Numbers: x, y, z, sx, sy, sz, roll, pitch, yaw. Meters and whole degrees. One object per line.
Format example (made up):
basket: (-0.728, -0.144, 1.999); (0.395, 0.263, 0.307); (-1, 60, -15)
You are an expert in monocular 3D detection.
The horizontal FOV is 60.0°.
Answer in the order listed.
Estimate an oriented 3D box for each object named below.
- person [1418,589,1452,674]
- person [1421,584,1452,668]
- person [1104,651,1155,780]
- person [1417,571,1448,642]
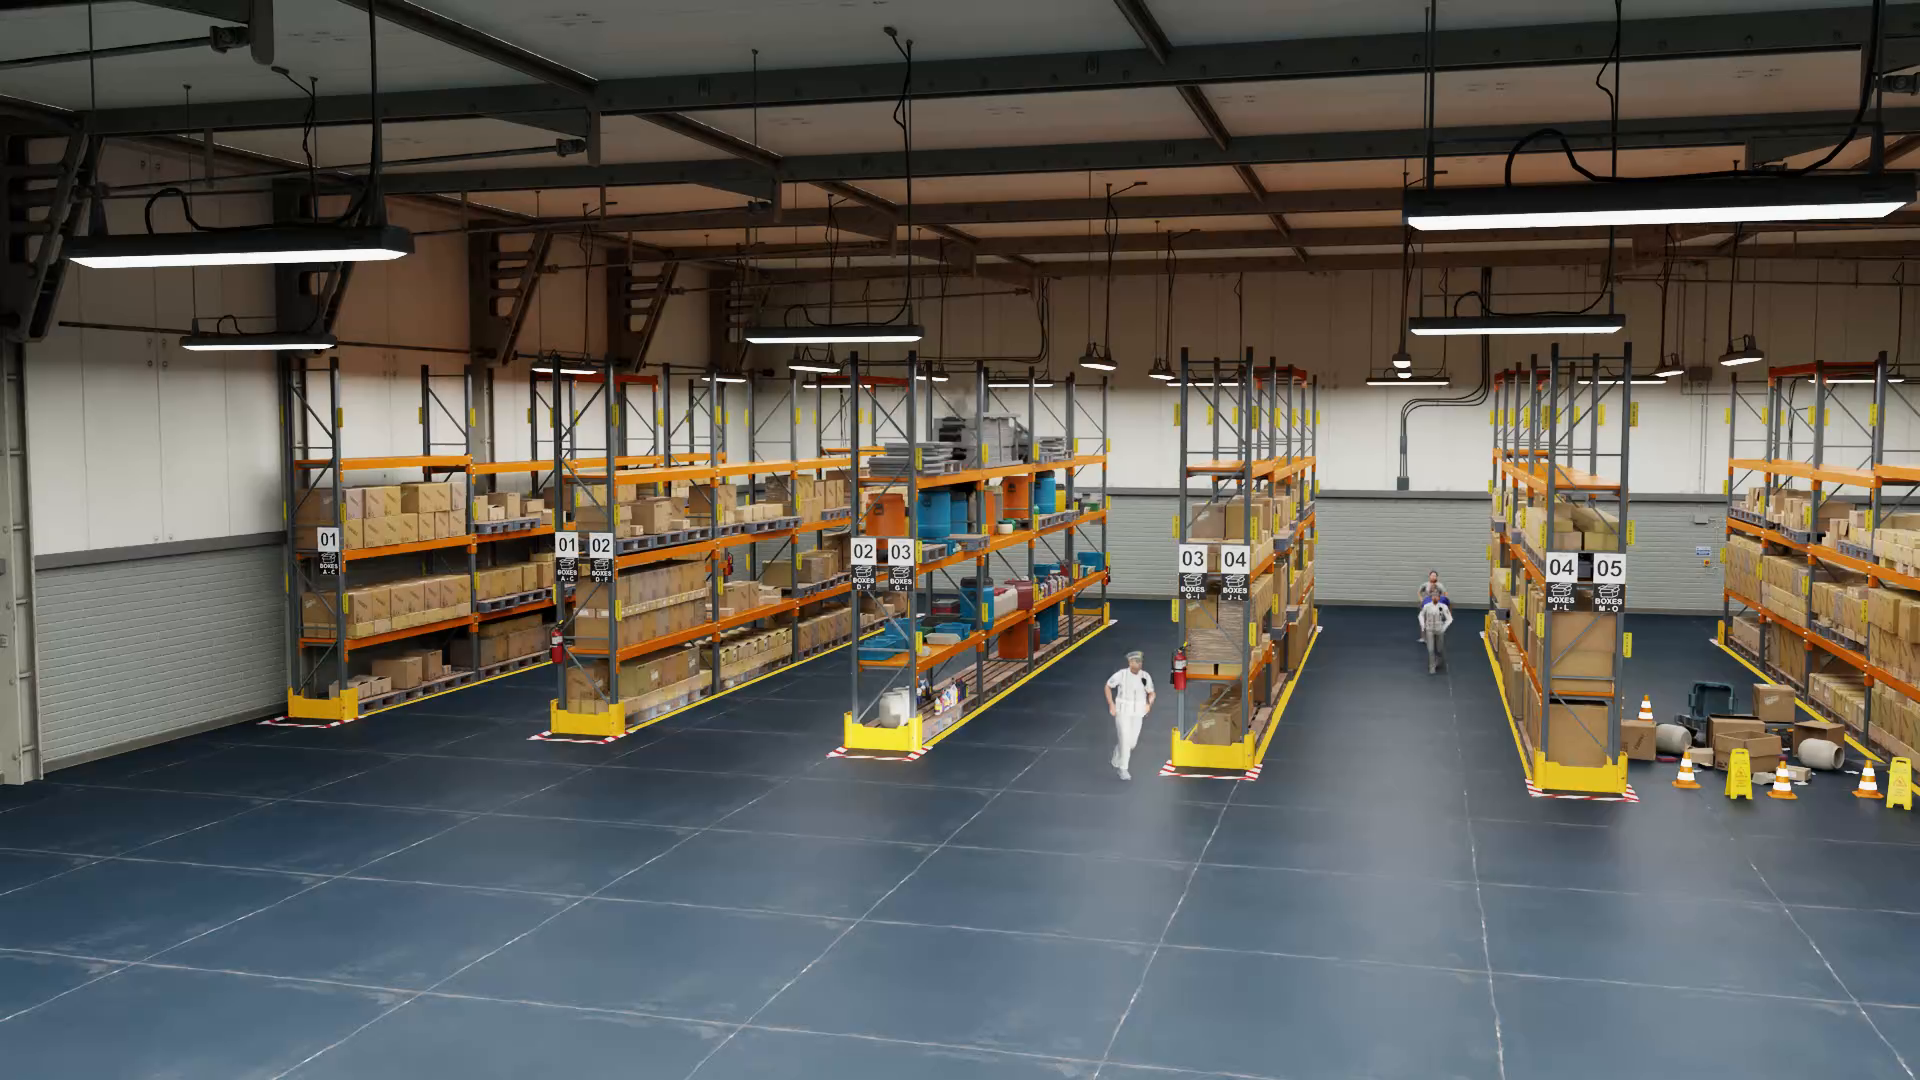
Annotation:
person: (9.333, 1.776, 32.682); (0.655, 1.640, 0.738); (1, 4, 19)
person: (9.601, 1.722, 33.547); (0.586, 1.690, 0.878); (2, 5, 21)
person: (2.397, 2.429, 23.374); (0.699, 1.766, 0.770); (-1, 4, -15)
person: (10.481, 1.487, 36.991); (0.660, 1.612, 0.479); (2, 5, 24)
